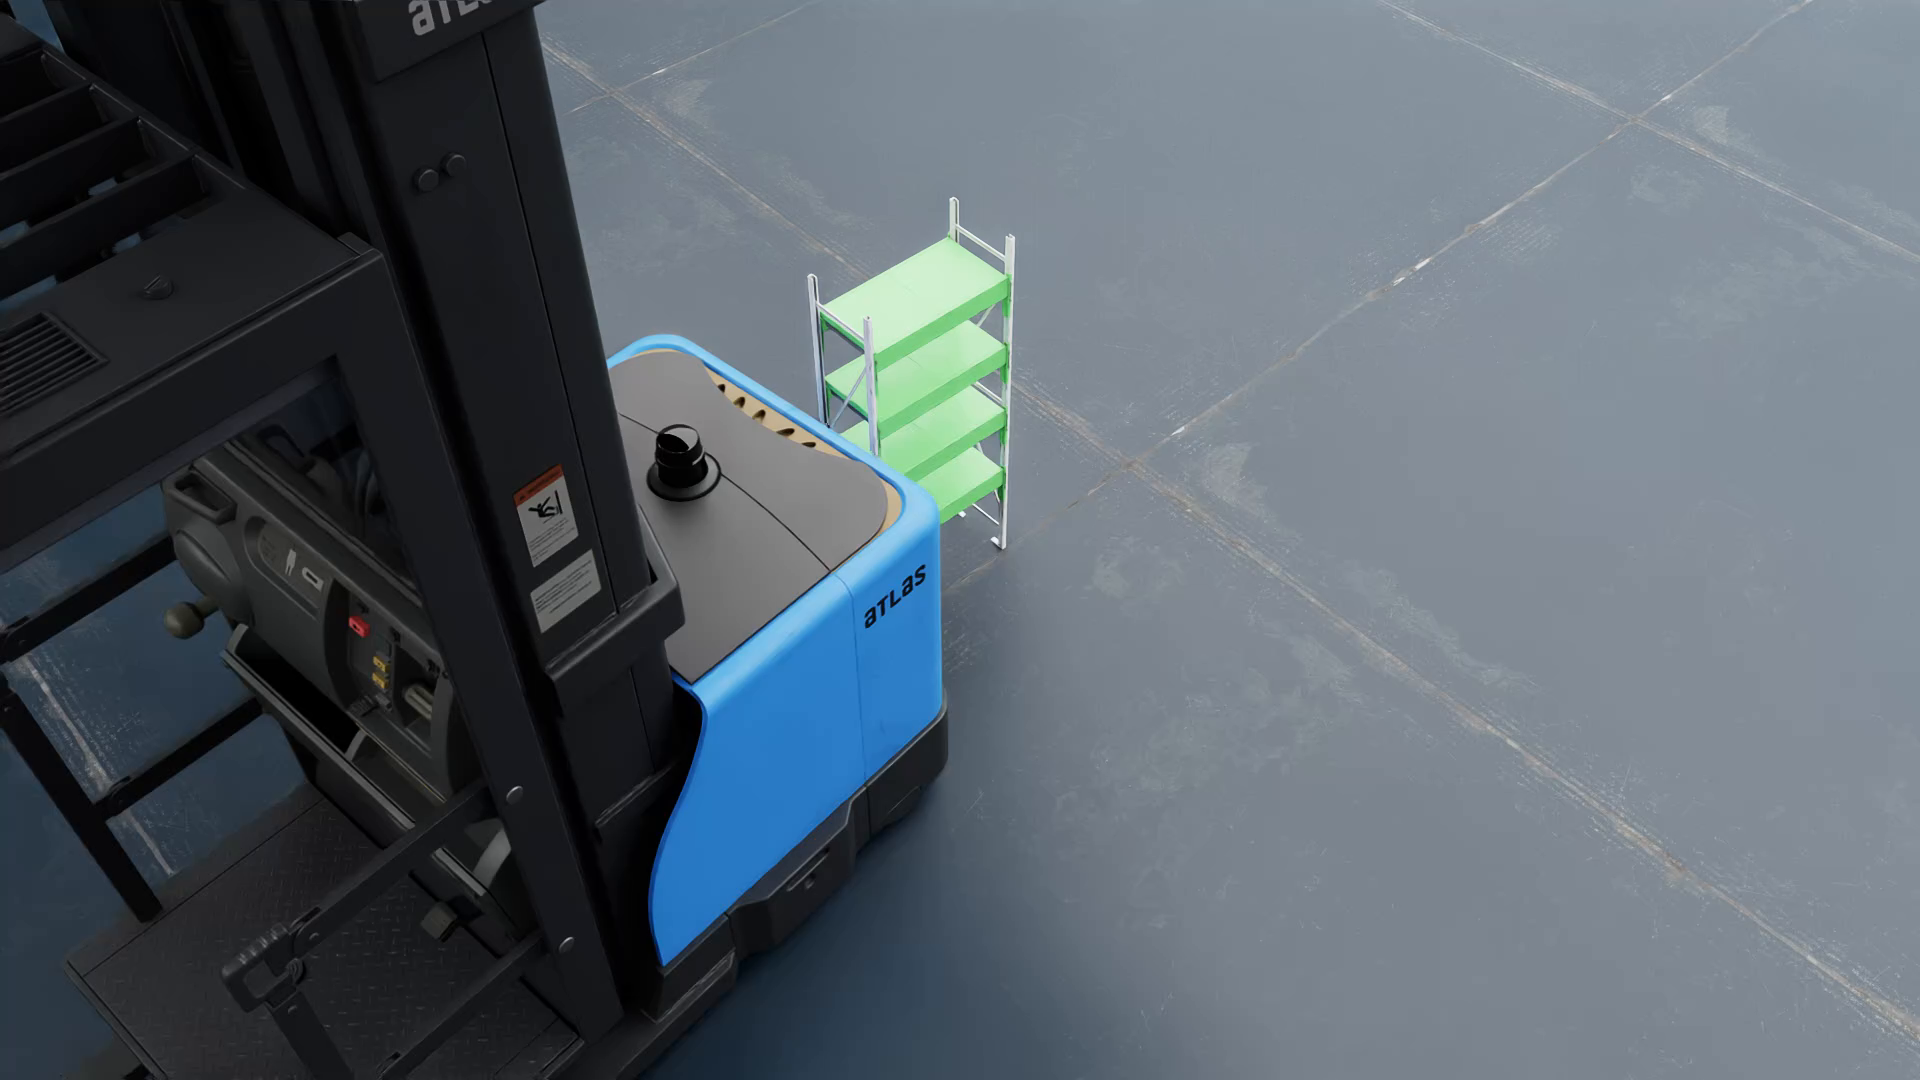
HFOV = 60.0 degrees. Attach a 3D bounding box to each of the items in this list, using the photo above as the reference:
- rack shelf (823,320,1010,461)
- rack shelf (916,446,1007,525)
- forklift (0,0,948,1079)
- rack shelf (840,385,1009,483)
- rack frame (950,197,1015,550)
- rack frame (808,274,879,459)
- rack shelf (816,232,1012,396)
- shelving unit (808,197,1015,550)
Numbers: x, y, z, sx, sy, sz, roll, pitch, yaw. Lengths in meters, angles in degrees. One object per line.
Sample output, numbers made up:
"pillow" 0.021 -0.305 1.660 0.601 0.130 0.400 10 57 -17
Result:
"rack shelf" -0.122 -0.444 4.604 0.480 0.148 0.258 -34 56 -27
"rack shelf" -0.122 -0.119 4.957 0.480 0.148 0.258 -34 56 -27
"forklift" -1.379 0.224 3.049 1.130 2.935 3.031 33 55 26
"rack shelf" -0.122 -0.282 4.780 0.480 0.148 0.258 -34 56 -27
"rack frame" 0.058 -0.446 4.845 0.015 1.200 0.240 -34 56 -27
"rack frame" -0.303 -0.204 4.622 0.015 1.200 0.240 -34 56 -27
"rack shelf" -0.122 -0.607 4.428 0.480 0.148 0.258 -34 56 -27
"shelving unit" -0.122 -0.325 4.734 0.503 1.200 0.258 -34 56 -27
